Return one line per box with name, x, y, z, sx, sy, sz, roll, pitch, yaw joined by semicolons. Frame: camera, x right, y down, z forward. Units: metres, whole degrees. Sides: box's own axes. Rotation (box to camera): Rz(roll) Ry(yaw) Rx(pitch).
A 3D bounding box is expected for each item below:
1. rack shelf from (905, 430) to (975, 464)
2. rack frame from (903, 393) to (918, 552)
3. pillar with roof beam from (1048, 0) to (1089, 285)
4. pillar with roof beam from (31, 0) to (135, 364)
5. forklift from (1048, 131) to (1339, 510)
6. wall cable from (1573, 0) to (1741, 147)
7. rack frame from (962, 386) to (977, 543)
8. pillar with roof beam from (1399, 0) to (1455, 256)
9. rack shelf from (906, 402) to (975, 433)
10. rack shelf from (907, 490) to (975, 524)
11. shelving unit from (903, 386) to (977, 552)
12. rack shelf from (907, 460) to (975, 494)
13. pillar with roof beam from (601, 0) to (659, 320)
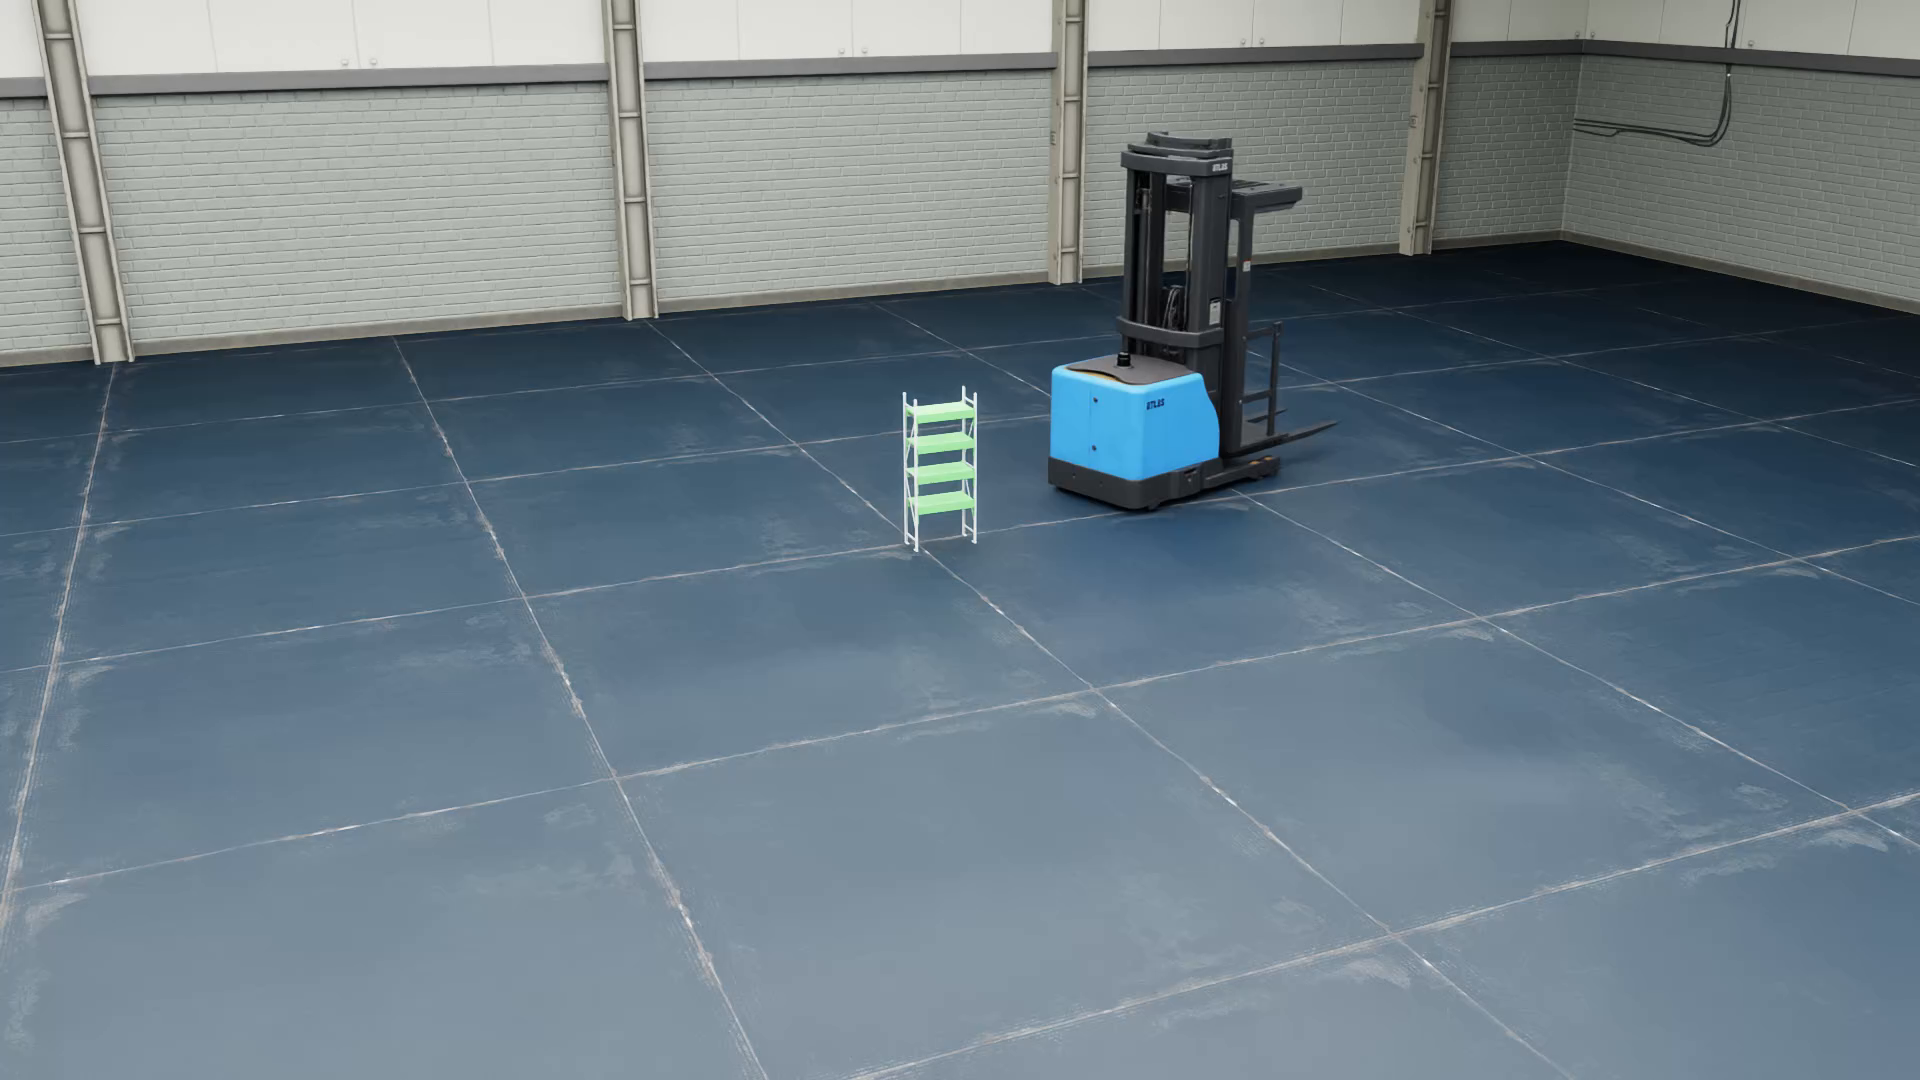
rack shelf;-0.152;-0.710;12.702;0.480;0.148;0.258;-8;21;-22
rack frame;-0.376;-0.512;12.670;0.015;1.200;0.240;-8;21;-22
pillar with roof beam;3.172;-6.545;18.061;0.400;9.000;9.100;-8;21;-22
pillar with roof beam;-7.846;-4.966;13.578;0.400;9.000;9.100;-8;21;-22
forklift;2.184;-2.019;14.343;3.031;2.935;1.130;-17;25;-39
wall cable;10.205;-7.167;24.502;0.112;2.526;3.097;-8;21;-22
rack frame;0.072;-0.576;12.852;0.015;1.200;0.240;-8;21;-22
pillar with roof beam;8.682;-7.334;20.303;0.400;9.000;9.100;-8;21;-22
rack shelf;-0.152;-0.937;12.623;0.480;0.148;0.258;-8;21;-22
rack shelf;-0.152;-0.258;12.862;0.480;0.148;0.258;-8;21;-22
shelving unit;-0.152;-0.544;12.761;0.503;1.200;0.258;-8;21;-22
rack shelf;-0.152;-0.484;12.782;0.480;0.148;0.258;-8;21;-22
pillar with roof beam;-2.337;-5.756;15.819;0.400;9.000;9.100;-8;21;-22
